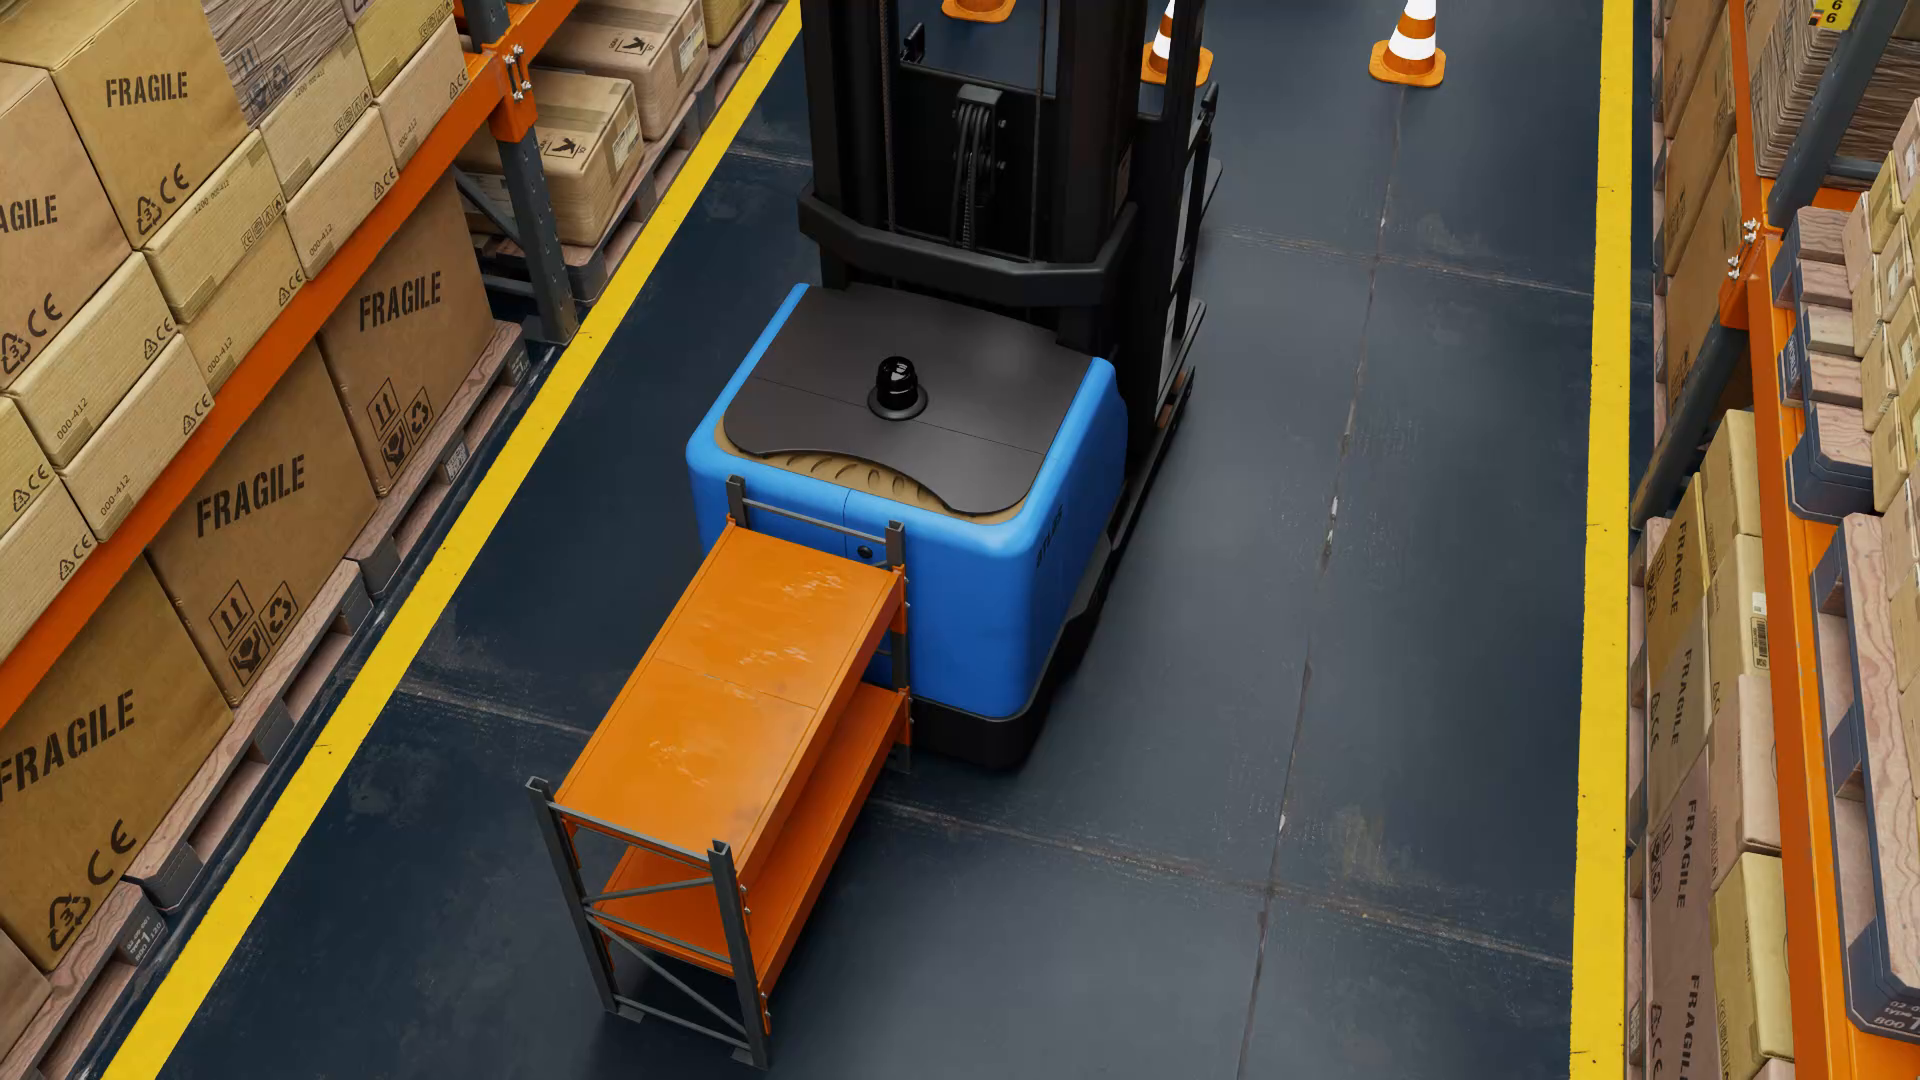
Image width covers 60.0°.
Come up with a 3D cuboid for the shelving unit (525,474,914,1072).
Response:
[{"bbox_3d":[-0.563,0.629,4.445,0.538,1.125,1.048,16,51,14],"label":"shelving unit"}]

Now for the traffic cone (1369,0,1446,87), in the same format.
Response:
[{"bbox_3d":[2.068,-2.351,7.516,0.336,0.463,0.334,12,50,10],"label":"traffic cone"}]

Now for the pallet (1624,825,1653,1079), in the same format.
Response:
[{"bbox_3d":[2.294,1.398,4.375,1.003,0.211,1.213,12,50,10],"label":"pallet"}]

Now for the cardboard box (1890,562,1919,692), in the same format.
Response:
[{"bbox_3d":[2.165,0.218,3.444,0.380,0.149,0.250,12,50,11],"label":"cardboard box"}]

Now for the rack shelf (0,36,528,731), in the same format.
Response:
[{"bbox_3d":[-2.504,-0.188,4.395,1.077,0.370,4.000,12,50,10],"label":"rack shelf"}]

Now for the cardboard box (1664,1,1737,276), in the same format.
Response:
[{"bbox_3d":[3.298,-1.419,6.223,1.050,0.750,0.750,12,50,11],"label":"cardboard box"}]

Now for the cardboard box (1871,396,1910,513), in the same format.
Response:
[{"bbox_3d":[2.301,-0.156,3.775,0.380,0.149,0.250,14,50,12],"label":"cardboard box"}]

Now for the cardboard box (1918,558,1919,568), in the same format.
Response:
[{"bbox_3d":[2.166,0.118,3.334,0.380,0.149,0.250,11,50,10],"label":"cardboard box"}]

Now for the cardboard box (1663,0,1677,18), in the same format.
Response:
[{"bbox_3d":[3.801,-2.790,7.432,1.050,0.750,0.750,11,50,10],"label":"cardboard box"}]

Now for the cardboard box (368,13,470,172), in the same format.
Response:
[{"bbox_3d":[-1.860,-1.406,5.091,0.500,0.250,0.500,10,49,9],"label":"cardboard box"}]

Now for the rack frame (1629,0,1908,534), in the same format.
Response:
[{"bbox_3d":[2.824,-0.969,4.605,1.000,3.000,0.127,12,50,10],"label":"rack frame"}]

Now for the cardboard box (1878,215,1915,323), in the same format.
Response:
[{"bbox_3d":[2.434,-0.617,3.983,0.380,0.149,0.250,14,50,12],"label":"cardboard box"}]

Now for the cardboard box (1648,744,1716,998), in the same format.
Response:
[{"bbox_3d":[2.133,0.917,4.327,0.500,0.500,0.500,10,49,9],"label":"cardboard box"}]

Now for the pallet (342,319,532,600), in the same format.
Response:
[{"bbox_3d":[-2.258,-0.395,5.958,1.003,0.211,1.213,12,50,10],"label":"pallet"}]

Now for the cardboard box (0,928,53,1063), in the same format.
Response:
[{"bbox_3d":[-2.944,1.120,3.898,0.875,0.875,0.875,13,50,11],"label":"cardboard box"}]

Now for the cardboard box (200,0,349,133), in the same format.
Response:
[{"bbox_3d":[-1.988,-1.439,4.285,0.500,0.500,0.500,12,50,11],"label":"cardboard box"}]

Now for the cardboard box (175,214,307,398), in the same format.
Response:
[{"bbox_3d":[-2.128,-0.673,4.443,0.500,0.250,0.500,11,50,10],"label":"cardboard box"}]

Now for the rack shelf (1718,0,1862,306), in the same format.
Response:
[{"bbox_3d":[3.351,-2.178,6.151,1.077,0.370,4.000,12,50,10],"label":"rack shelf"}]

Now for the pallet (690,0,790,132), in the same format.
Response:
[{"bbox_3d":[-1.447,-2.395,7.723,1.003,0.211,1.213,12,50,10],"label":"pallet"}]

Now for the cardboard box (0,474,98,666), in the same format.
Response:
[{"bbox_3d":[-2.375,0.062,3.795,0.500,0.250,0.500,11,50,10],"label":"cardboard box"}]

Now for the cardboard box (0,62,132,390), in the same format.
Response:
[{"bbox_3d":[-2.266,-0.716,3.648,0.500,0.500,0.500,11,49,9],"label":"cardboard box"}]

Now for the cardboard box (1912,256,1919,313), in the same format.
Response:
[{"bbox_3d":[2.379,-0.554,3.729,0.380,0.149,0.250,11,50,10],"label":"cardboard box"}]

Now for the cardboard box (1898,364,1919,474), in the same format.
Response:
[{"bbox_3d":[2.301,-0.241,3.651,0.380,0.149,0.250,12,50,10],"label":"cardboard box"}]

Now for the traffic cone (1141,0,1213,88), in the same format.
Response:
[{"bbox_3d":[0.988,-2.346,7.512,0.336,0.463,0.334,12,50,10],"label":"traffic cone"}]

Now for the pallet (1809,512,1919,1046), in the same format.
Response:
[{"bbox_3d":[2.343,0.534,3.406,1.003,0.211,1.213,12,50,10],"label":"pallet"}]

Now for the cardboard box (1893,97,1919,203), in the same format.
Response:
[{"bbox_3d":[2.515,-0.923,4.054,0.380,0.149,0.250,12,50,10],"label":"cardboard box"}]

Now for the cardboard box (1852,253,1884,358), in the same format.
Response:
[{"bbox_3d":[2.441,-0.547,4.120,0.380,0.149,0.250,14,50,12],"label":"cardboard box"}]

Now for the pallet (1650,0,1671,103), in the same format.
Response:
[{"bbox_3d":[3.747,-2.367,7.698,1.003,0.211,1.213,12,50,10],"label":"pallet"}]

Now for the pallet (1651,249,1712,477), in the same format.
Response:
[{"bbox_3d":[3.105,-0.602,6.140,1.003,0.211,1.213,12,50,10],"label":"pallet"}]

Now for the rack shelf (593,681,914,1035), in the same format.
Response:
[{"bbox_3d":[-0.563,0.791,4.628,0.538,0.278,1.000,16,51,14],"label":"rack shelf"}]

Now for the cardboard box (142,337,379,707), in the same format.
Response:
[{"bbox_3d":[-2.478,-0.181,5.046,0.875,0.875,0.875,12,50,10],"label":"cardboard box"}]

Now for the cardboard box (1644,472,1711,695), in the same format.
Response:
[{"bbox_3d":[2.392,0.180,4.977,0.500,0.500,0.500,10,49,8],"label":"cardboard box"}]

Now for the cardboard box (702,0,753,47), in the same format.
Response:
[{"bbox_3d":[-1.428,-2.632,7.545,0.950,0.372,0.625,13,50,11],"label":"cardboard box"}]

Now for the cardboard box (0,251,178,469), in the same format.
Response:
[{"bbox_3d":[-2.243,-0.467,3.928,0.500,0.250,0.500,10,49,9],"label":"cardboard box"}]

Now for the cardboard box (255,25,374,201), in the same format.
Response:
[{"bbox_3d":[-1.991,-1.217,4.590,0.500,0.250,0.500,10,49,9],"label":"cardboard box"}]

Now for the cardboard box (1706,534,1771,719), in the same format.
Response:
[{"bbox_3d":[2.276,0.289,4.382,0.500,0.250,0.500,11,49,10],"label":"cardboard box"}]

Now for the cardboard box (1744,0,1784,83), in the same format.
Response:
[{"bbox_3d":[2.817,-1.742,5.220,0.500,0.500,0.500,12,50,10],"label":"cardboard box"}]

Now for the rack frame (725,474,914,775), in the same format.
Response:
[{"bbox_3d":[-0.381,0.273,4.759,0.500,1.125,0.032,16,51,14],"label":"rack frame"}]

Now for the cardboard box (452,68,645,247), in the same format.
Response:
[{"bbox_3d":[-1.819,-1.549,6.589,0.950,0.372,0.625,9,49,7],"label":"cardboard box"}]

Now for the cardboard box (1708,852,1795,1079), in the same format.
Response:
[{"bbox_3d":[1.997,1.021,3.735,0.500,0.250,0.500,10,49,8],"label":"cardboard box"}]

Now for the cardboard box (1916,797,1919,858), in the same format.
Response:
[{"bbox_3d":[2.025,0.599,3.108,0.380,0.149,0.250,14,50,12],"label":"cardboard box"}]

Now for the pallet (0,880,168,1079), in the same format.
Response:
[{"bbox_3d":[-2.900,1.370,4.400,1.003,0.211,1.213,12,50,10],"label":"pallet"}]

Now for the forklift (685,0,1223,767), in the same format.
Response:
[{"bbox_3d":[0.223,-1.409,5.039,1.130,2.935,3.031,16,50,14],"label":"forklift"}]
